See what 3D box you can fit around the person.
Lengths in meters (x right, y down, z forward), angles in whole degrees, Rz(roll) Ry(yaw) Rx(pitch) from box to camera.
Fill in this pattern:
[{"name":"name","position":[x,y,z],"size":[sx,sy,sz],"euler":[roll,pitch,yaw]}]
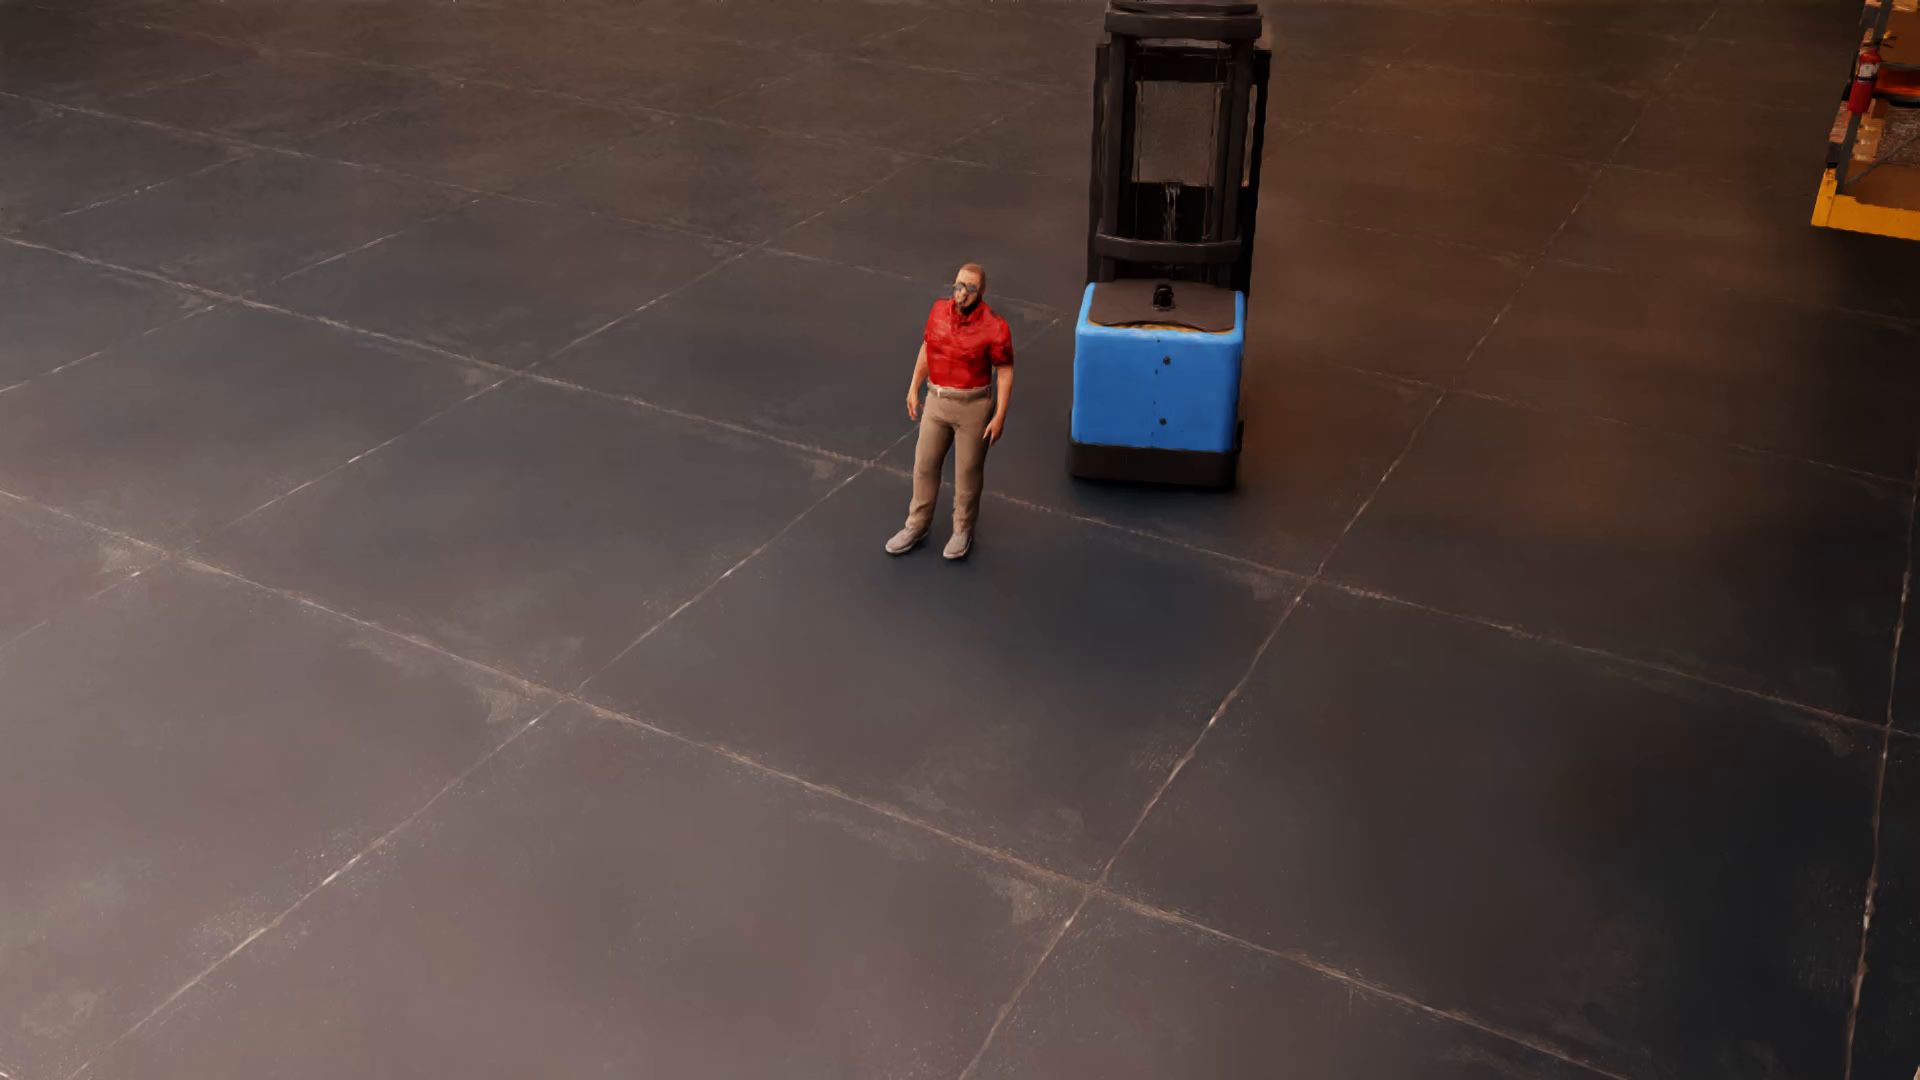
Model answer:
[{"name":"person","position":[-0.054,-0.719,9.504],"size":[0.640,1.727,0.550],"euler":[15,33,25]}]

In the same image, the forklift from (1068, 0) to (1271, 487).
[{"name":"forklift","position":[1.431,-2.322,11.094],"size":[1.130,2.935,3.031],"euler":[4,30,8]}]
